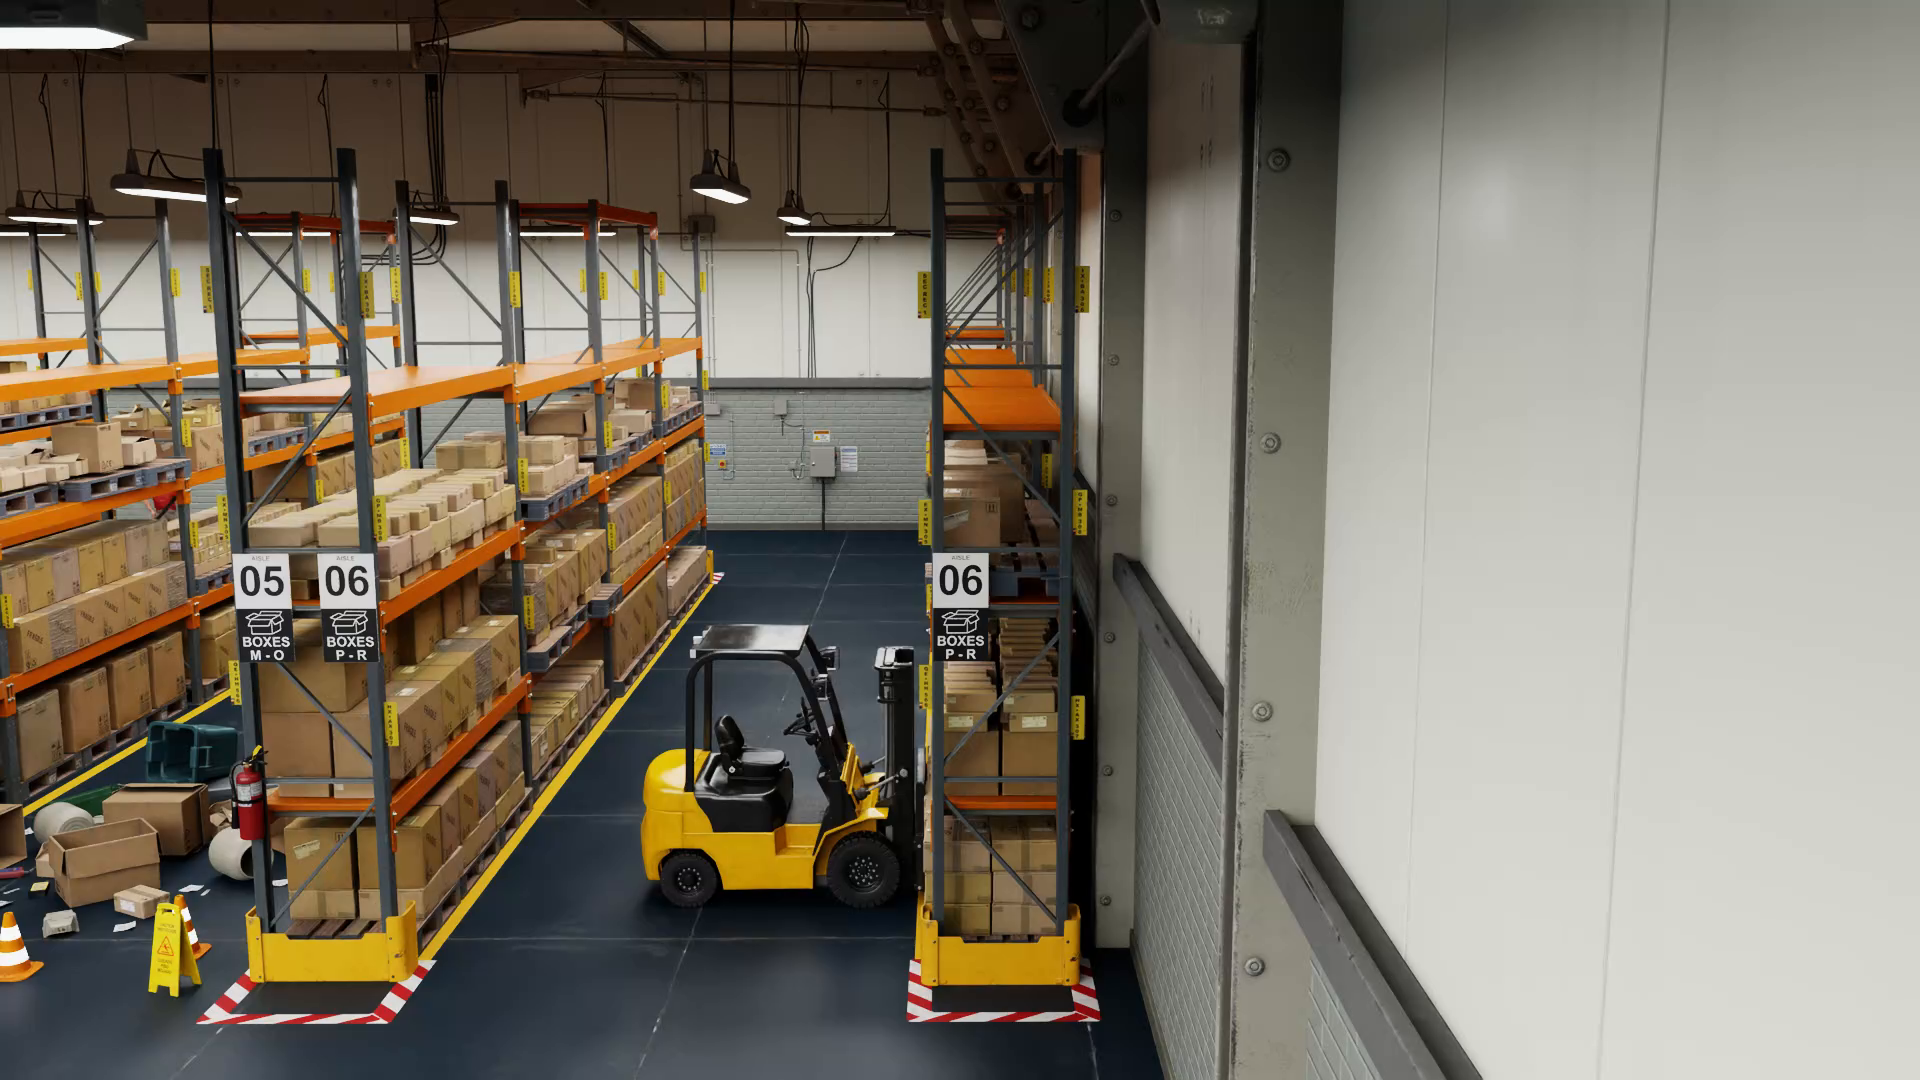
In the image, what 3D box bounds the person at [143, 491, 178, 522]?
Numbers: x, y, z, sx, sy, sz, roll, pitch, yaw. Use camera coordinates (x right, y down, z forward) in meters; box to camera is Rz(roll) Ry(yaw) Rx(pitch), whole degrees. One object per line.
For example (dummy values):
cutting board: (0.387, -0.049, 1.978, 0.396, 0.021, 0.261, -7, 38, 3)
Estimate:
person: (-14.218, -0.422, 29.773, 0.664, 1.682, 0.741, -7, 12, -38)
